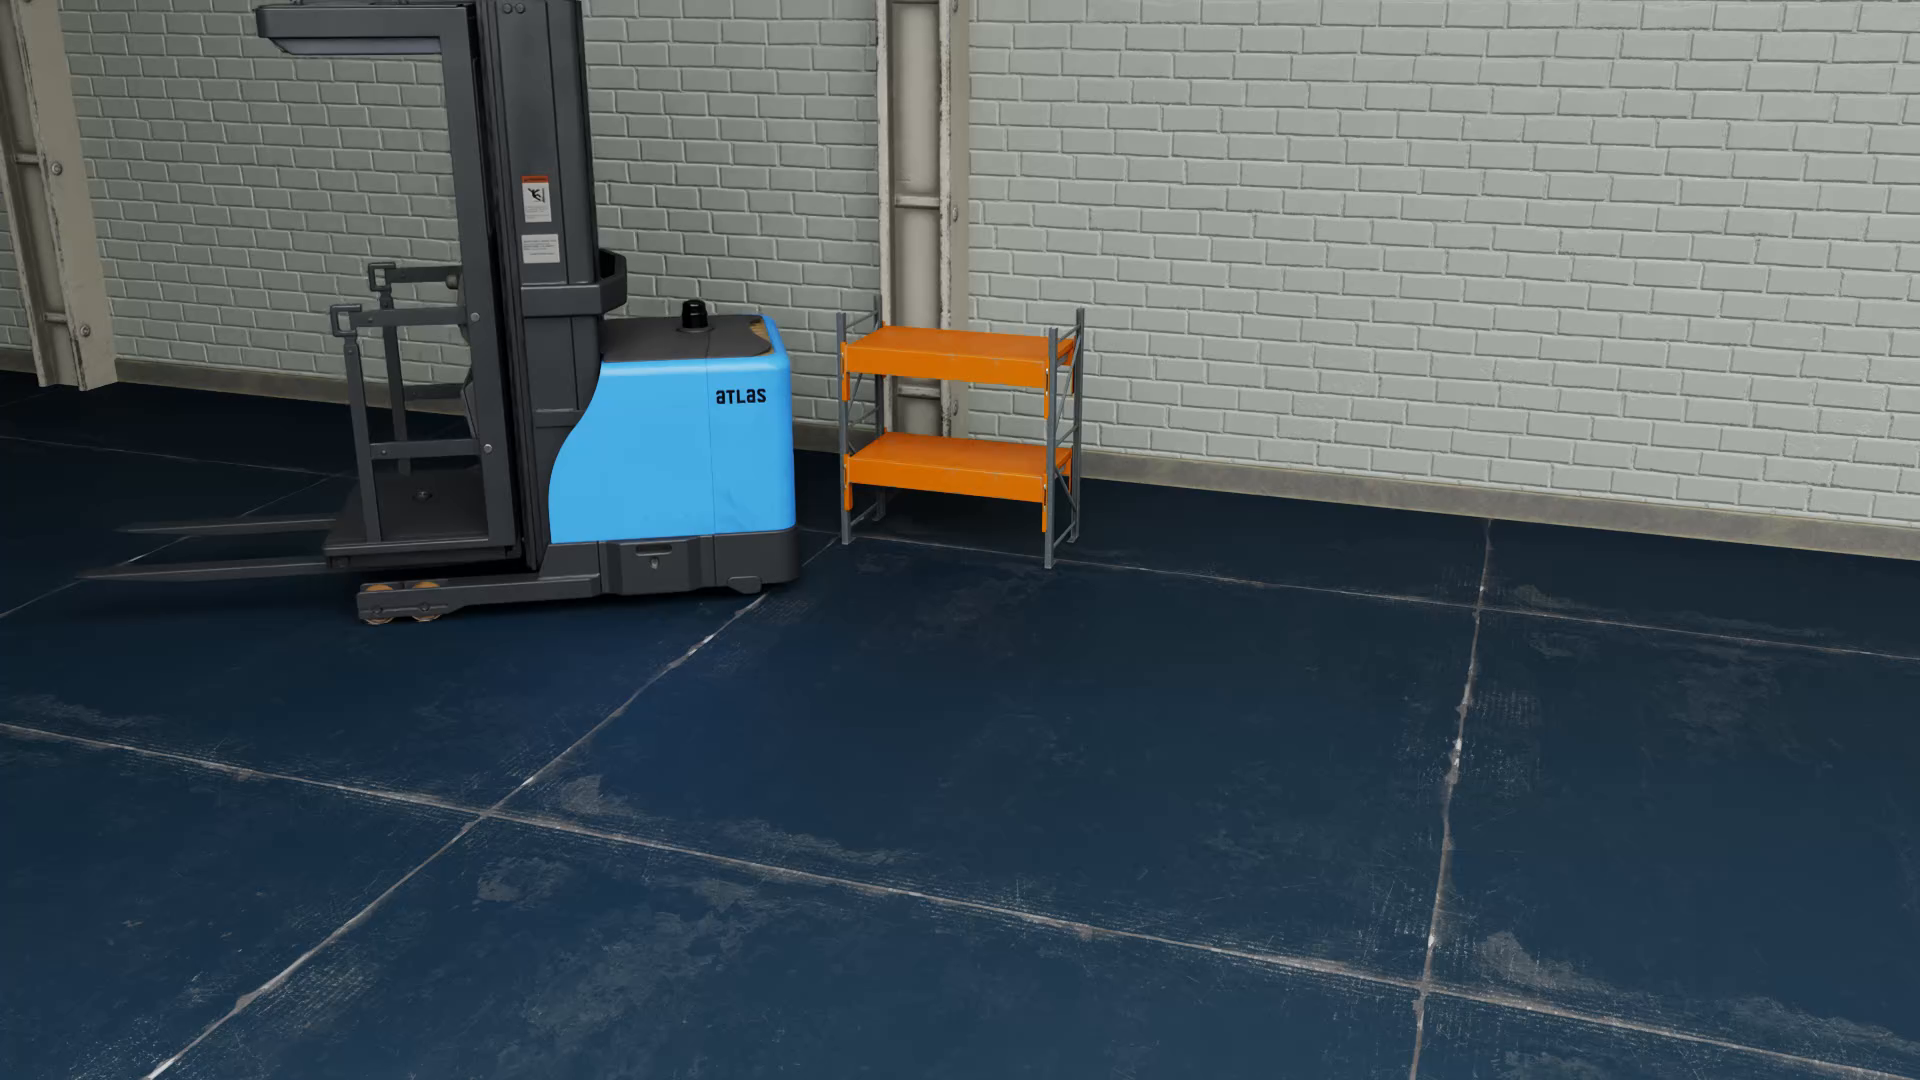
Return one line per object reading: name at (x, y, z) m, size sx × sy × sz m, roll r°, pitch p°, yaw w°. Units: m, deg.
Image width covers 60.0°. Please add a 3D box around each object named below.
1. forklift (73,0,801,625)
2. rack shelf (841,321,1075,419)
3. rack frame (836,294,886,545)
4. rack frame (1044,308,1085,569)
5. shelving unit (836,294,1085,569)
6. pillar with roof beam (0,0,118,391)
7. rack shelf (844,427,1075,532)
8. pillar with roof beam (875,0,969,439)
forklift at (-2.278, -1.214, 7.106) m, size 3.031 × 2.935 × 1.130 m, roll -3°, pitch 20°, yaw -10°
rack shelf at (0.006, -0.807, 7.793) m, size 1.000 × 0.278 × 0.538 m, roll 7°, pitch 20°, yaw 18°
rack frame at (-0.474, -0.585, 8.047) m, size 0.032 × 1.125 × 0.500 m, roll 7°, pitch 20°, yaw 18°
rack frame at (0.487, -0.476, 7.731) m, size 0.032 × 1.125 × 0.500 m, roll 7°, pitch 20°, yaw 18°
shelving unit at (0.006, -0.530, 7.889) m, size 1.048 × 1.125 × 0.538 m, roll 7°, pitch 20°, yaw 18°
pillar with roof beam at (-7.270, -3.955, 5.752) m, size 0.400 × 9.000 × 9.100 m, roll 7°, pitch 20°, yaw 18°
rack shelf at (0.006, -0.300, 7.969) m, size 1.000 × 0.278 × 0.538 m, roll 7°, pitch 20°, yaw 18°
pillar with roof beam at (-1.602, -3.307, 3.892) m, size 0.400 × 9.000 × 9.100 m, roll 7°, pitch 20°, yaw 18°
